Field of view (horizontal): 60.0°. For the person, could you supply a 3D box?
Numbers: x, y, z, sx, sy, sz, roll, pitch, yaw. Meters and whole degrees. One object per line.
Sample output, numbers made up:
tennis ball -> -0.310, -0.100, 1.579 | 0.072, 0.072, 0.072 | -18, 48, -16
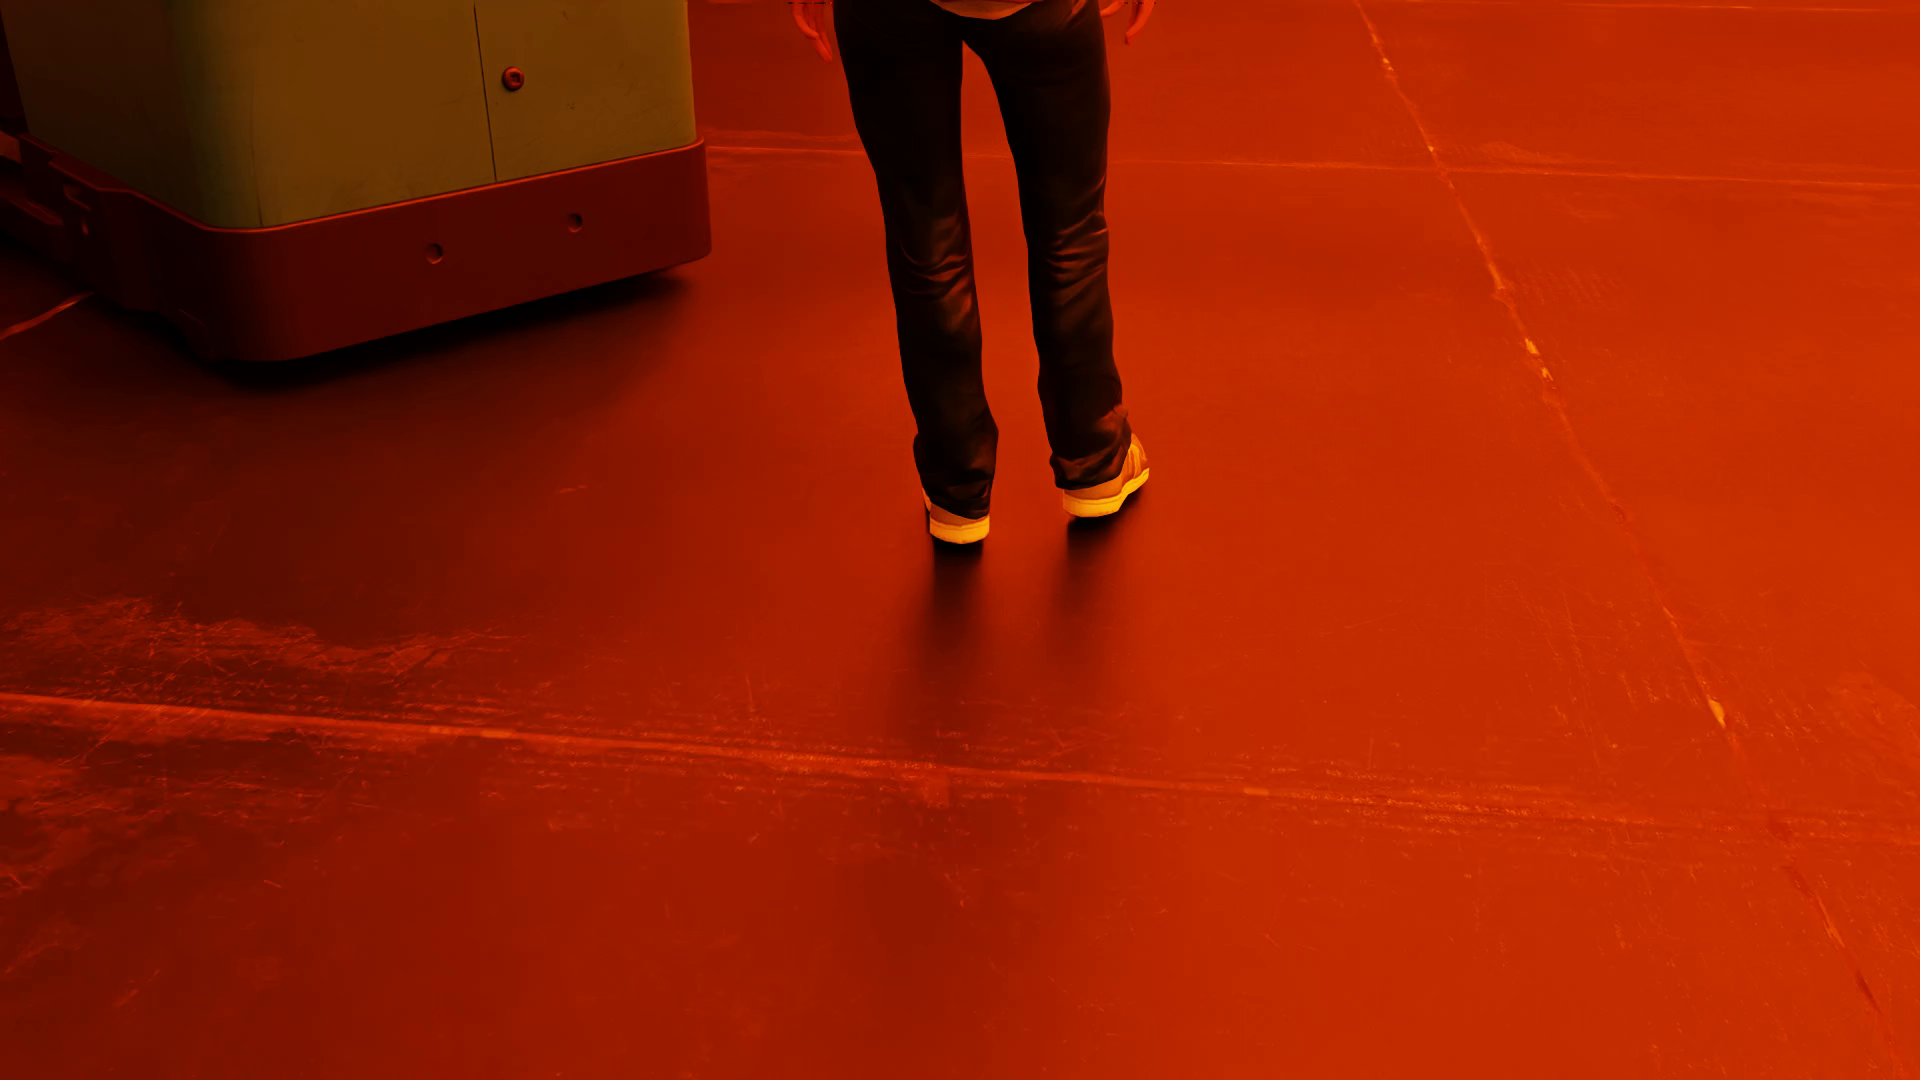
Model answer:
person -> 0.023, -0.753, 2.205 | 0.521, 1.599, 0.473 | 3, 27, 7

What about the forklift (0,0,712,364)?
forklift -> -1.914, -2.197, 3.621 | 1.130, 2.935, 3.031 | -23, 34, -38
